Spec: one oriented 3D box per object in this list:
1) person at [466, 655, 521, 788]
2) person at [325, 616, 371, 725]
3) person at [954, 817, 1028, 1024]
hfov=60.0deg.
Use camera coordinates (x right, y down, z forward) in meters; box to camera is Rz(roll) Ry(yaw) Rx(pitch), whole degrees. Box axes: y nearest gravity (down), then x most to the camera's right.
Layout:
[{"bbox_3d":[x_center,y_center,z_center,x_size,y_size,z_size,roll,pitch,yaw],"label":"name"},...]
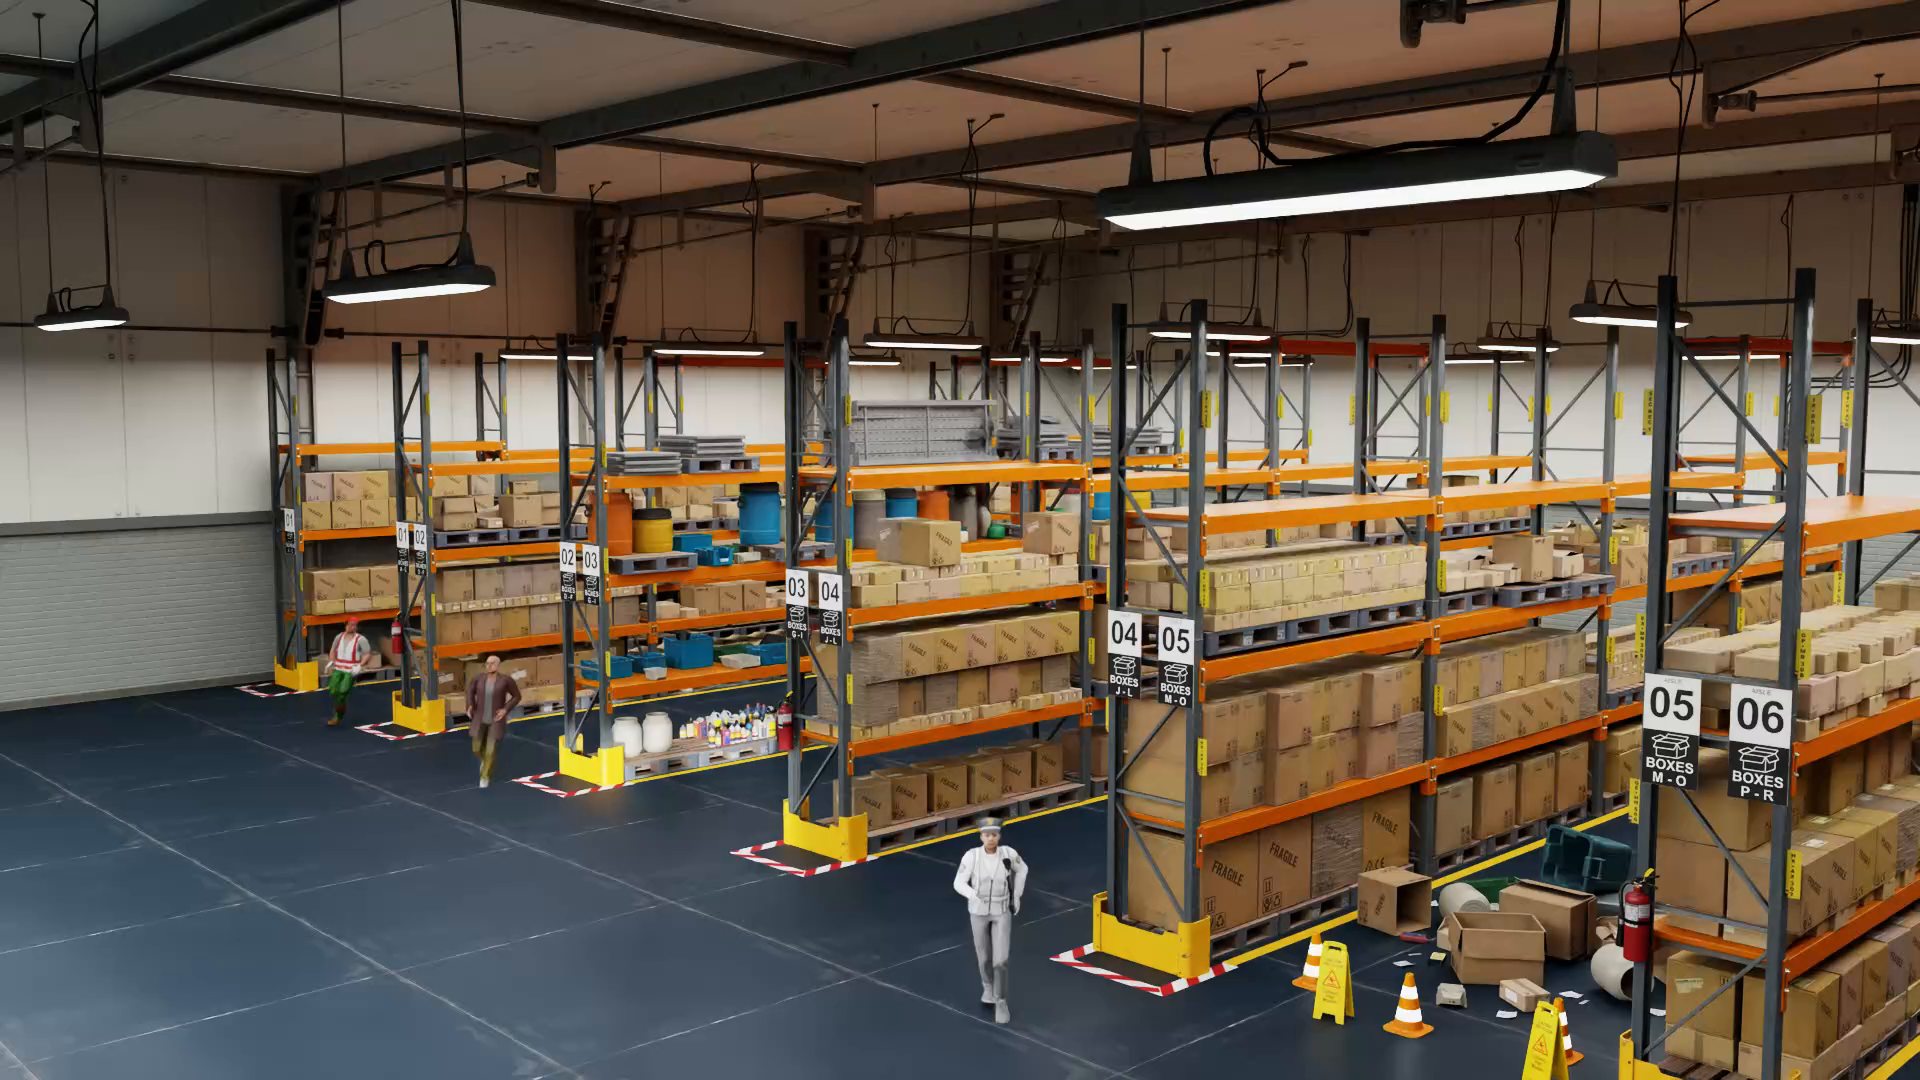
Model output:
[{"bbox_3d":[-6.220,2.391,22.174,0.734,1.736,0.651,0,5,1],"label":"person"},{"bbox_3d":[-9.628,2.050,26.153,0.712,1.708,0.555,0,5,5],"label":"person"},{"bbox_3d":[0.251,3.141,13.837,0.602,1.739,0.718,0,5,5],"label":"person"}]
